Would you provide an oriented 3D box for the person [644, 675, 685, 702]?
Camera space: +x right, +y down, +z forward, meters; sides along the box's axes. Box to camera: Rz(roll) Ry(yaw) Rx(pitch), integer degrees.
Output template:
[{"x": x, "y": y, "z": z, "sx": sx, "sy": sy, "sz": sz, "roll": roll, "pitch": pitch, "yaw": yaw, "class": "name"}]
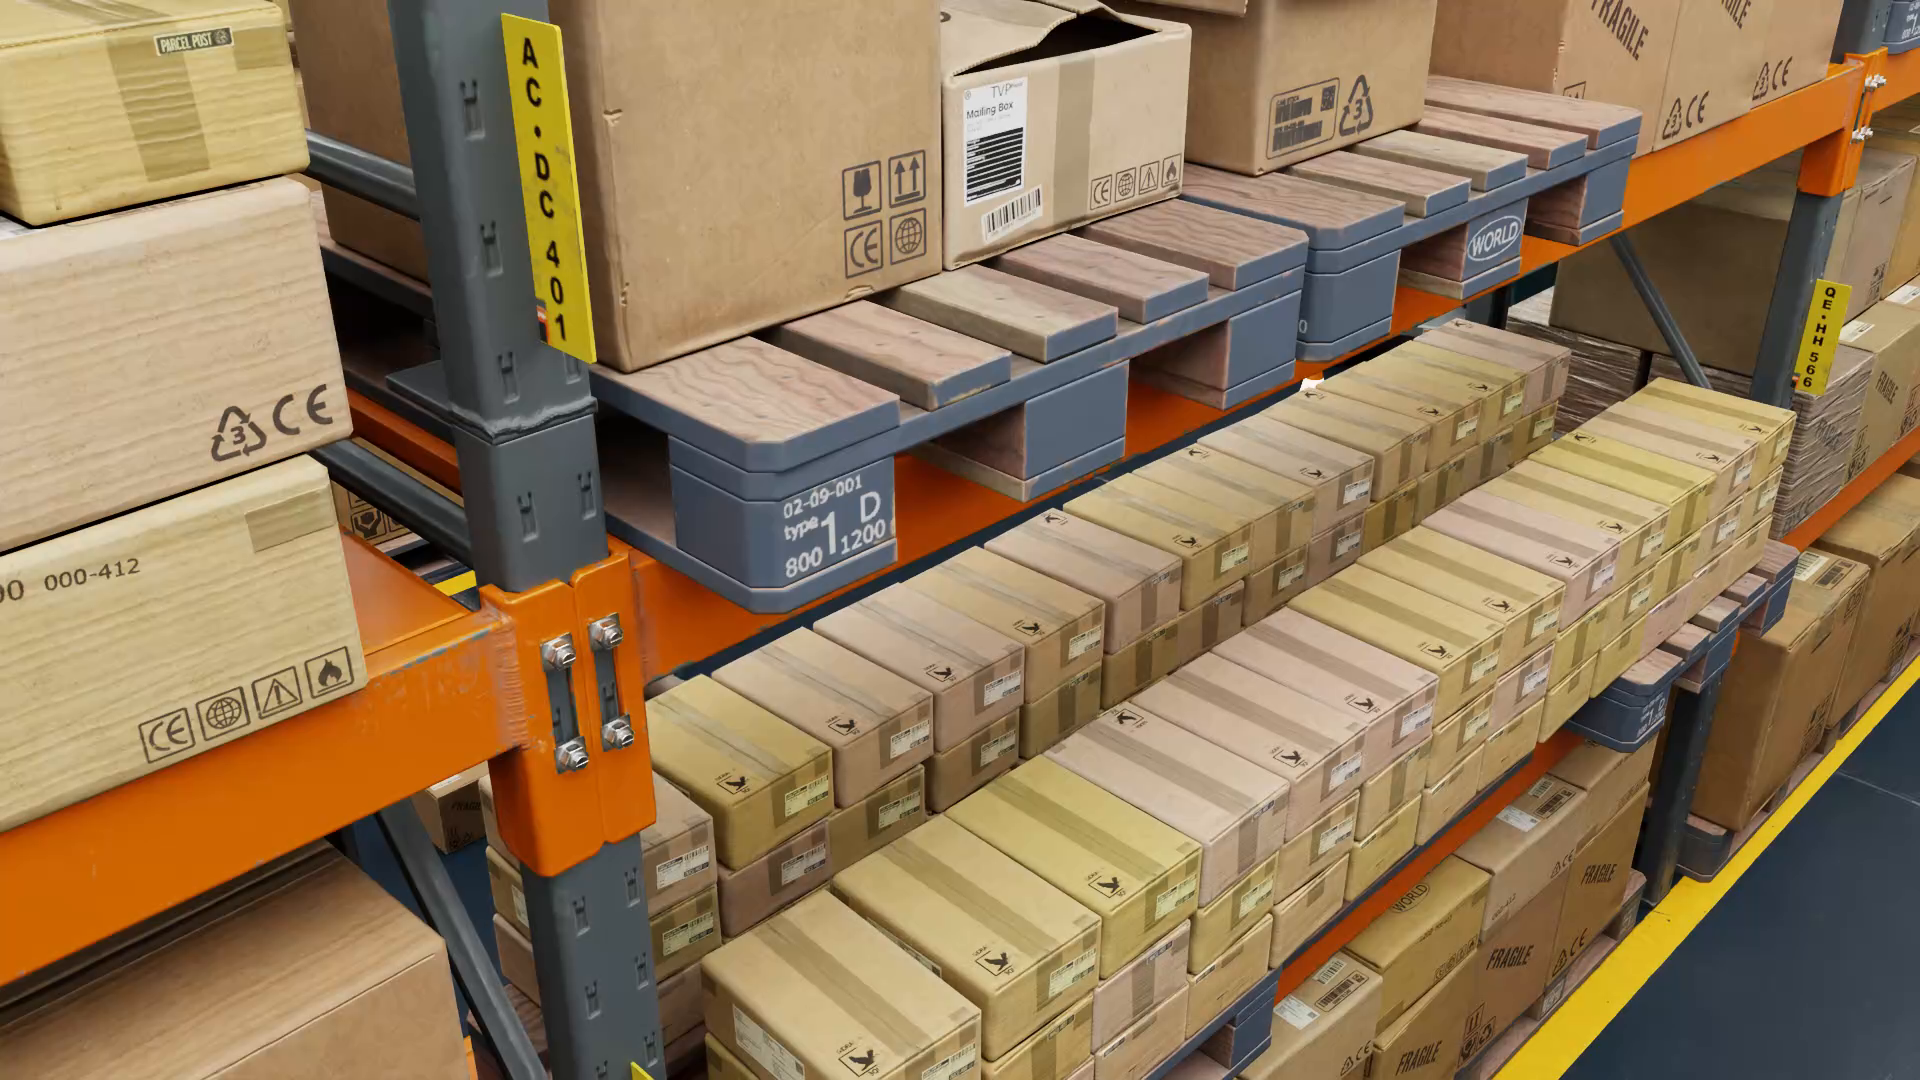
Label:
[{"x": -1.204, "y": 0.053, "z": 6.004, "sx": 0.553, "sy": 1.714, "sz": 0.550, "roll": -6, "pitch": 28, "yaw": -11, "class": "person"}]
